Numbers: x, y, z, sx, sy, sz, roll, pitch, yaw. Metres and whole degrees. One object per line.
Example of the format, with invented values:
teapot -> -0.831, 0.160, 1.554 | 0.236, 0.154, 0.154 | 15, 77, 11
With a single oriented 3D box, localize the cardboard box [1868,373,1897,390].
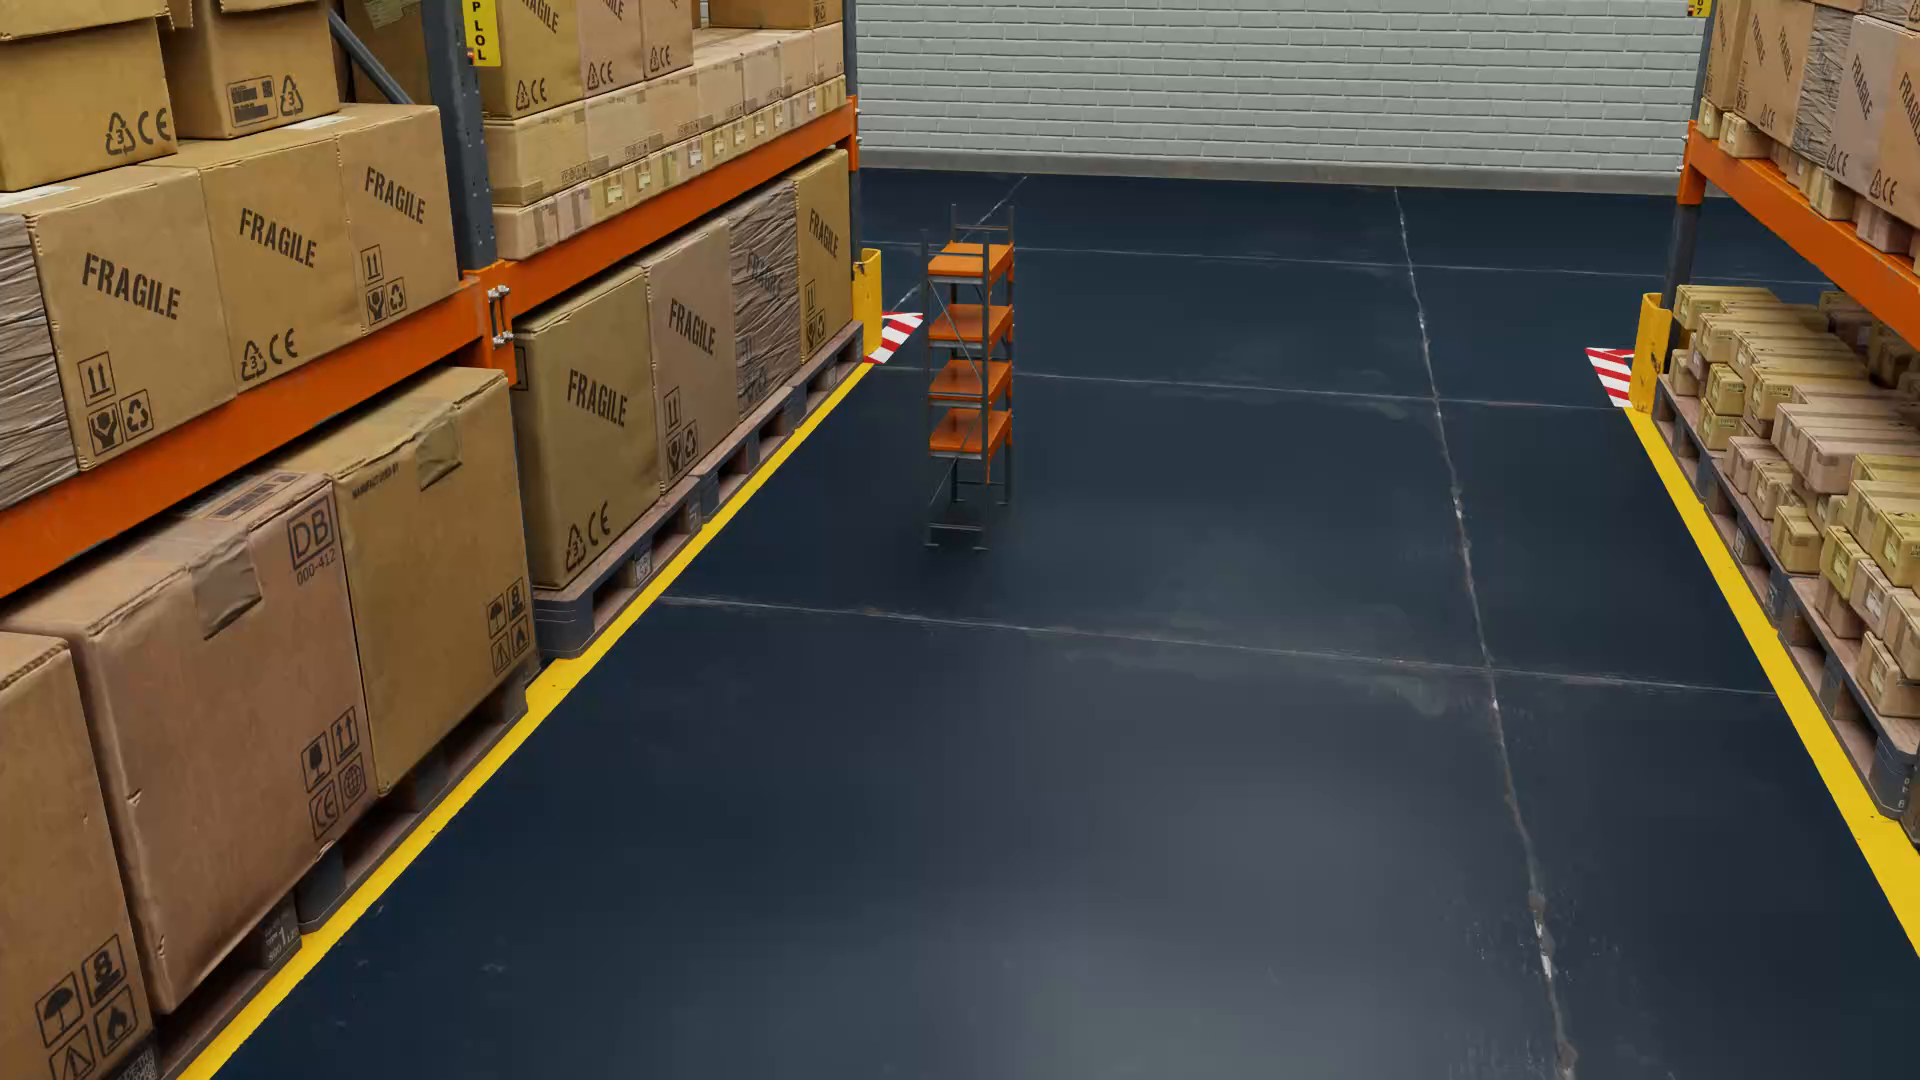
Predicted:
cardboard box -> 3.726, -0.549, 6.557 | 0.380, 0.149, 0.250 | 4, 22, 10

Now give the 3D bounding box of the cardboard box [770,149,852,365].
cardboard box -> -1.073, -1.418, 8.141 | 0.875, 0.875, 0.875 | 4, 22, 11

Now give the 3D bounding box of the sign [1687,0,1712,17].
sign -> 3.283, -2.477, 7.329 | 0.100, 0.325, 0.005 | 4, 22, 11

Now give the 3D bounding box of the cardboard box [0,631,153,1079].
cardboard box -> -2.303, 0.691, 2.903 | 1.225, 0.875, 0.875 | 5, 22, 11

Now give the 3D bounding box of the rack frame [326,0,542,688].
rack frame -> -1.837, -0.986, 4.787 | 1.000, 3.000, 0.127 | 4, 22, 11

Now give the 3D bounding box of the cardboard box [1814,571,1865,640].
cardboard box -> 2.870, 0.197, 5.103 | 0.380, 0.149, 0.250 | 4, 22, 9

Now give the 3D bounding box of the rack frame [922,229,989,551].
rack frame -> -0.016, -0.528, 6.058 | 0.240, 1.200, 0.015 | 4, 22, 11

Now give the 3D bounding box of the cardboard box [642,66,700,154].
cardboard box -> -1.278, -1.578, 6.058 | 0.500, 0.250, 0.500 | 5, 22, 12

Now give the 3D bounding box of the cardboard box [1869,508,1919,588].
cardboard box -> 2.829, 0.034, 4.711 | 0.380, 0.149, 0.250 | 5, 22, 12

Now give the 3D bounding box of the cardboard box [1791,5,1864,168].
cardboard box -> 3.158, -1.512, 5.561 | 0.500, 0.500, 0.500 | 4, 22, 10

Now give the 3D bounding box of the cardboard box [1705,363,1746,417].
cardboard box -> 3.223, -0.594, 6.670 | 0.380, 0.149, 0.250 | 5, 23, 13

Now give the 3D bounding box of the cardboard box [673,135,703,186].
cardboard box -> -1.187, -1.426, 6.216 | 0.380, 0.149, 0.250 | 5, 22, 12

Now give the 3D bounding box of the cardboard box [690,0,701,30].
cardboard box -> -1.485, -2.527, 7.412 | 0.500, 0.500, 0.500 | 4, 22, 10

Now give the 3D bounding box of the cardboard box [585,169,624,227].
cardboard box -> -1.344, -1.145, 5.517 | 0.380, 0.149, 0.250 | 5, 23, 13

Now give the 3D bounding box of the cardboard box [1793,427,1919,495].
cardboard box -> 2.967, -0.252, 5.422 | 0.380, 0.149, 0.250 | 3, 22, 8

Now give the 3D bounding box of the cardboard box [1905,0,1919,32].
cardboard box -> 2.930, -1.601, 4.443 | 0.500, 0.500, 0.500 | 4, 22, 9

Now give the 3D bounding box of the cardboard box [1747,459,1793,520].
cardboard box -> 3.091, -0.172, 6.020 | 0.380, 0.149, 0.250 | 4, 22, 11

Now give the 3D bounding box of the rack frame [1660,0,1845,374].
rack frame -> 3.814, -2.034, 7.388 | 1.000, 3.000, 0.127 | 4, 22, 11

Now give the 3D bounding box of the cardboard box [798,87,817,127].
cardboard box -> -0.875, -1.990, 7.615 | 0.380, 0.149, 0.250 | 5, 22, 11

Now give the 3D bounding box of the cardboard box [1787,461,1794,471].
cardboard box -> 3.182, -0.290, 5.914 | 0.380, 0.149, 0.250 | 6, 23, 13

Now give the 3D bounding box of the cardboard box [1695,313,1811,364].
cardboard box -> 3.259, -0.824, 6.842 | 0.380, 0.149, 0.250 | 4, 22, 11

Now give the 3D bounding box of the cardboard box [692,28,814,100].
cardboard box -> -0.964, -2.134, 7.440 | 0.500, 0.250, 0.500 | 4, 22, 10

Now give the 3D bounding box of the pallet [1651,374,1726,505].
pallet -> 3.598, -0.418, 7.109 | 1.003, 0.211, 1.213 | 4, 22, 11

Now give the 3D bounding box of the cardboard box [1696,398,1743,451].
cardboard box -> 3.217, -0.460, 6.736 | 0.380, 0.149, 0.250 | 5, 22, 12

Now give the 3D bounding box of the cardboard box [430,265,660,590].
cardboard box -> -1.624, -0.430, 5.689 | 0.875, 0.875, 0.875 | 4, 22, 11

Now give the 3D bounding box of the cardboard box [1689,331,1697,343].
cardboard box -> 3.456, -0.872, 7.360 | 0.380, 0.149, 0.250 | 5, 23, 13

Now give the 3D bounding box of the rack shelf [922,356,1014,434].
rack shelf -> 0.034, -0.555, 6.305 | 0.258, 0.148, 0.480 | 4, 22, 11

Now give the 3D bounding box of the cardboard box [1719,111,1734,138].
cardboard box -> 3.416, -1.728, 6.964 | 0.380, 0.149, 0.250 | 5, 23, 13

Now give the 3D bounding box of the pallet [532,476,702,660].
pallet -> -1.605, 0.035, 5.983 | 1.003, 0.211, 1.213 | 4, 22, 11

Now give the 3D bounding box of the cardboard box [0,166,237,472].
cardboard box -> -1.873, -0.468, 3.368 | 0.500, 0.500, 0.500 | 4, 22, 10

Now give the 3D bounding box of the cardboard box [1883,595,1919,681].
cardboard box -> 2.751, 0.279, 4.501 | 0.380, 0.149, 0.250 | 5, 22, 12

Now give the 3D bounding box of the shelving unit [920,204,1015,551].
shelving unit -> 0.034, -0.617, 6.280 | 0.258, 1.200, 0.503 | 4, 22, 11

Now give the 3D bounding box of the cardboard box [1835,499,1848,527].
cardboard box -> 2.979, -0.004, 5.205 | 0.380, 0.149, 0.250 | 5, 22, 11

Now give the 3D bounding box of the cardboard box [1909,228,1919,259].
cardboard box -> 3.006, -0.861, 4.814 | 0.380, 0.149, 0.250 | 4, 22, 9

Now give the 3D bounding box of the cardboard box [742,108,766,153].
cardboard box -> -1.030, -1.708, 6.917 | 0.380, 0.149, 0.250 | 5, 22, 11

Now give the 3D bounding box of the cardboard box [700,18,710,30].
cardboard box -> -1.383, -2.362, 8.007 | 0.500, 0.250, 0.500 | 4, 22, 9

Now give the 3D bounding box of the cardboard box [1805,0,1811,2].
cardboard box -> 3.238, -2.164, 5.842 | 0.500, 0.500, 0.500 | 4, 22, 10

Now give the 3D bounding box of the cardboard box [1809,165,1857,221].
cardboard box -> 3.076, -1.154, 5.540 | 0.380, 0.149, 0.250 | 5, 22, 12

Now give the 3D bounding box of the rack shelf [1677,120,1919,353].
rack shelf -> 3.406, -0.969, 5.706 | 1.077, 0.370, 4.000 | 4, 22, 11

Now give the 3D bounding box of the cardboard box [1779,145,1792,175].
cardboard box -> 3.311, -1.431, 6.227 | 0.380, 0.149, 0.250 | 4, 22, 10

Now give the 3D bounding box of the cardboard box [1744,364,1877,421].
cardboard box -> 3.126, -0.534, 6.121 | 0.380, 0.149, 0.250 | 5, 22, 12

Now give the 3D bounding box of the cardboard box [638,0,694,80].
cardboard box -> -1.279, -1.928, 5.924 | 0.500, 0.500, 0.500 | 4, 22, 9

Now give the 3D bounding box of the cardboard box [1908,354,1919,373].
cardboard box -> 3.803, -0.585, 6.248 | 0.380, 0.149, 0.250 | 5, 23, 13

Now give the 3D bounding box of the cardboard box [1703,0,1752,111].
cardboard box -> 3.452, -2.075, 6.959 | 0.500, 0.500, 0.500 | 6, 23, 13

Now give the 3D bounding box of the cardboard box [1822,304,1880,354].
cardboard box -> 3.847, -0.882, 6.985 | 0.380, 0.149, 0.250 | 5, 22, 12

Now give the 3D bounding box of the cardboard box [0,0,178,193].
cardboard box -> -2.111, -1.013, 3.378 | 0.797, 0.503, 0.637 | 5, 22, 12
